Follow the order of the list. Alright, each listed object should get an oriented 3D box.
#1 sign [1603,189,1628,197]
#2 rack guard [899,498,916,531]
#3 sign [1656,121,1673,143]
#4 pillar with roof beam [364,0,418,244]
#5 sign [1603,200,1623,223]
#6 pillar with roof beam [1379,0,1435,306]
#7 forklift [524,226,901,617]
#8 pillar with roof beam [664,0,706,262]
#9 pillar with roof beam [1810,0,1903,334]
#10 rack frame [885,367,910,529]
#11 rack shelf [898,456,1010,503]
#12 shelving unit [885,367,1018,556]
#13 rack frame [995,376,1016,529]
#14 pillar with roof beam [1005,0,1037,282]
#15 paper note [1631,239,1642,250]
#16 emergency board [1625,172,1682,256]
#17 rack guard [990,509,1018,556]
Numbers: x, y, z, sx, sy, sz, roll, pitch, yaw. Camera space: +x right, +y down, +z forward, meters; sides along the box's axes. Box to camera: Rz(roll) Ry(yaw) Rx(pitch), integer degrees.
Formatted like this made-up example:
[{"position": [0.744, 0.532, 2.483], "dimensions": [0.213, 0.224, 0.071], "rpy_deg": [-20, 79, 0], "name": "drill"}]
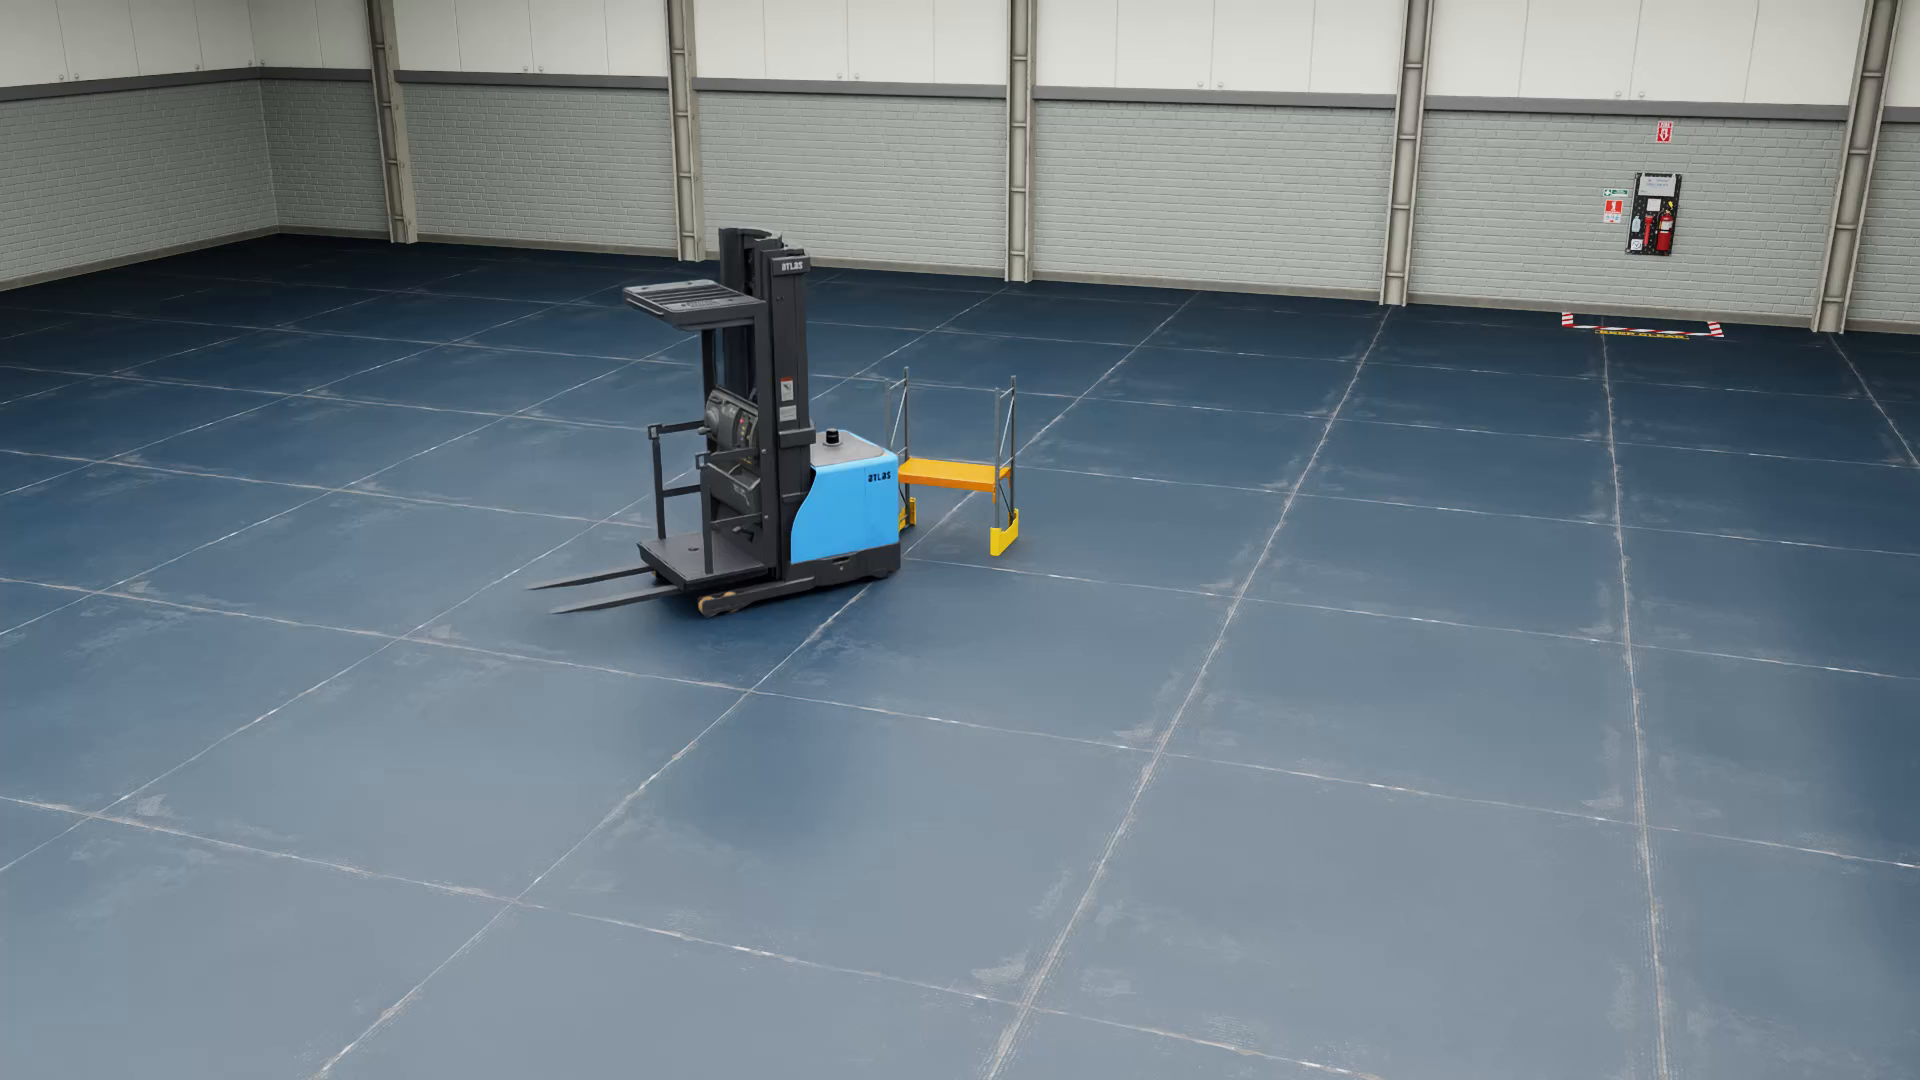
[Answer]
[{"position": [9.495, -5.024, 24.074], "dimensions": [0.331, 0.109, 0.001], "rpy_deg": [7, 20, 18], "name": "sign"}, {"position": [-0.542, -0.180, 15.213], "dimensions": [0.087, 0.250, 0.587], "rpy_deg": [7, 20, 18], "name": "rack guard"}, {"position": [10.008, -5.795, 23.623], "dimensions": [0.199, 0.298, 0.001], "rpy_deg": [7, 20, 18], "name": "sign"}, {"position": [-11.779, -8.477, 25.723], "dimensions": [0.400, 9.000, 9.100], "rpy_deg": [7, 20, 18], "name": "pillar with roof beam"}, {"position": [9.494, -4.777, 24.170], "dimensions": [0.234, 0.329, 0.001], "rpy_deg": [7, 20, 18], "name": "sign"}, {"position": [5.224, -6.532, 20.145], "dimensions": [0.400, 9.000, 9.100], "rpy_deg": [7, 20, 18], "name": "pillar with roof beam"}, {"position": [-2.028, -0.963, 13.387], "dimensions": [3.031, 2.935, 1.130], "rpy_deg": [-11, 22, -30], "name": "forklift"}, {"position": [-6.112, -7.829, 23.863], "dimensions": [0.400, 9.000, 9.100], "rpy_deg": [7, 20, 18], "name": "pillar with roof beam"}, {"position": [10.892, -5.884, 18.286], "dimensions": [0.400, 9.000, 9.100], "rpy_deg": [7, 20, 18], "name": "pillar with roof beam"}, {"position": [-0.561, -0.772, 15.013], "dimensions": [0.032, 1.500, 0.500], "rpy_deg": [7, 20, 18], "name": "rack frame"}, {"position": [-0.081, -0.548, 14.915], "dimensions": [1.000, 0.185, 0.538], "rpy_deg": [7, 20, 18], "name": "rack shelf"}, {"position": [-0.072, -0.716, 14.853], "dimensions": [1.083, 1.500, 0.587], "rpy_deg": [7, 20, 18], "name": "shelving unit"}, {"position": [0.400, -0.663, 14.698], "dimensions": [0.032, 1.500, 0.500], "rpy_deg": [7, 20, 18], "name": "rack frame"}, {"position": [-0.444, -7.180, 22.004], "dimensions": [0.400, 9.000, 9.100], "rpy_deg": [7, 20, 18], "name": "pillar with roof beam"}, {"position": [9.838, -4.293, 24.174], "dimensions": [0.142, 0.148, 0.016], "rpy_deg": [7, 20, 18], "name": "paper note"}, {"position": [9.983, -4.669, 23.913], "dimensions": [0.643, 1.169, 0.194], "rpy_deg": [7, 20, 18], "name": "emergency board"}, {"position": [0.398, -0.072, 14.904], "dimensions": [0.087, 0.250, 0.587], "rpy_deg": [7, 20, 18], "name": "rack guard"}]
